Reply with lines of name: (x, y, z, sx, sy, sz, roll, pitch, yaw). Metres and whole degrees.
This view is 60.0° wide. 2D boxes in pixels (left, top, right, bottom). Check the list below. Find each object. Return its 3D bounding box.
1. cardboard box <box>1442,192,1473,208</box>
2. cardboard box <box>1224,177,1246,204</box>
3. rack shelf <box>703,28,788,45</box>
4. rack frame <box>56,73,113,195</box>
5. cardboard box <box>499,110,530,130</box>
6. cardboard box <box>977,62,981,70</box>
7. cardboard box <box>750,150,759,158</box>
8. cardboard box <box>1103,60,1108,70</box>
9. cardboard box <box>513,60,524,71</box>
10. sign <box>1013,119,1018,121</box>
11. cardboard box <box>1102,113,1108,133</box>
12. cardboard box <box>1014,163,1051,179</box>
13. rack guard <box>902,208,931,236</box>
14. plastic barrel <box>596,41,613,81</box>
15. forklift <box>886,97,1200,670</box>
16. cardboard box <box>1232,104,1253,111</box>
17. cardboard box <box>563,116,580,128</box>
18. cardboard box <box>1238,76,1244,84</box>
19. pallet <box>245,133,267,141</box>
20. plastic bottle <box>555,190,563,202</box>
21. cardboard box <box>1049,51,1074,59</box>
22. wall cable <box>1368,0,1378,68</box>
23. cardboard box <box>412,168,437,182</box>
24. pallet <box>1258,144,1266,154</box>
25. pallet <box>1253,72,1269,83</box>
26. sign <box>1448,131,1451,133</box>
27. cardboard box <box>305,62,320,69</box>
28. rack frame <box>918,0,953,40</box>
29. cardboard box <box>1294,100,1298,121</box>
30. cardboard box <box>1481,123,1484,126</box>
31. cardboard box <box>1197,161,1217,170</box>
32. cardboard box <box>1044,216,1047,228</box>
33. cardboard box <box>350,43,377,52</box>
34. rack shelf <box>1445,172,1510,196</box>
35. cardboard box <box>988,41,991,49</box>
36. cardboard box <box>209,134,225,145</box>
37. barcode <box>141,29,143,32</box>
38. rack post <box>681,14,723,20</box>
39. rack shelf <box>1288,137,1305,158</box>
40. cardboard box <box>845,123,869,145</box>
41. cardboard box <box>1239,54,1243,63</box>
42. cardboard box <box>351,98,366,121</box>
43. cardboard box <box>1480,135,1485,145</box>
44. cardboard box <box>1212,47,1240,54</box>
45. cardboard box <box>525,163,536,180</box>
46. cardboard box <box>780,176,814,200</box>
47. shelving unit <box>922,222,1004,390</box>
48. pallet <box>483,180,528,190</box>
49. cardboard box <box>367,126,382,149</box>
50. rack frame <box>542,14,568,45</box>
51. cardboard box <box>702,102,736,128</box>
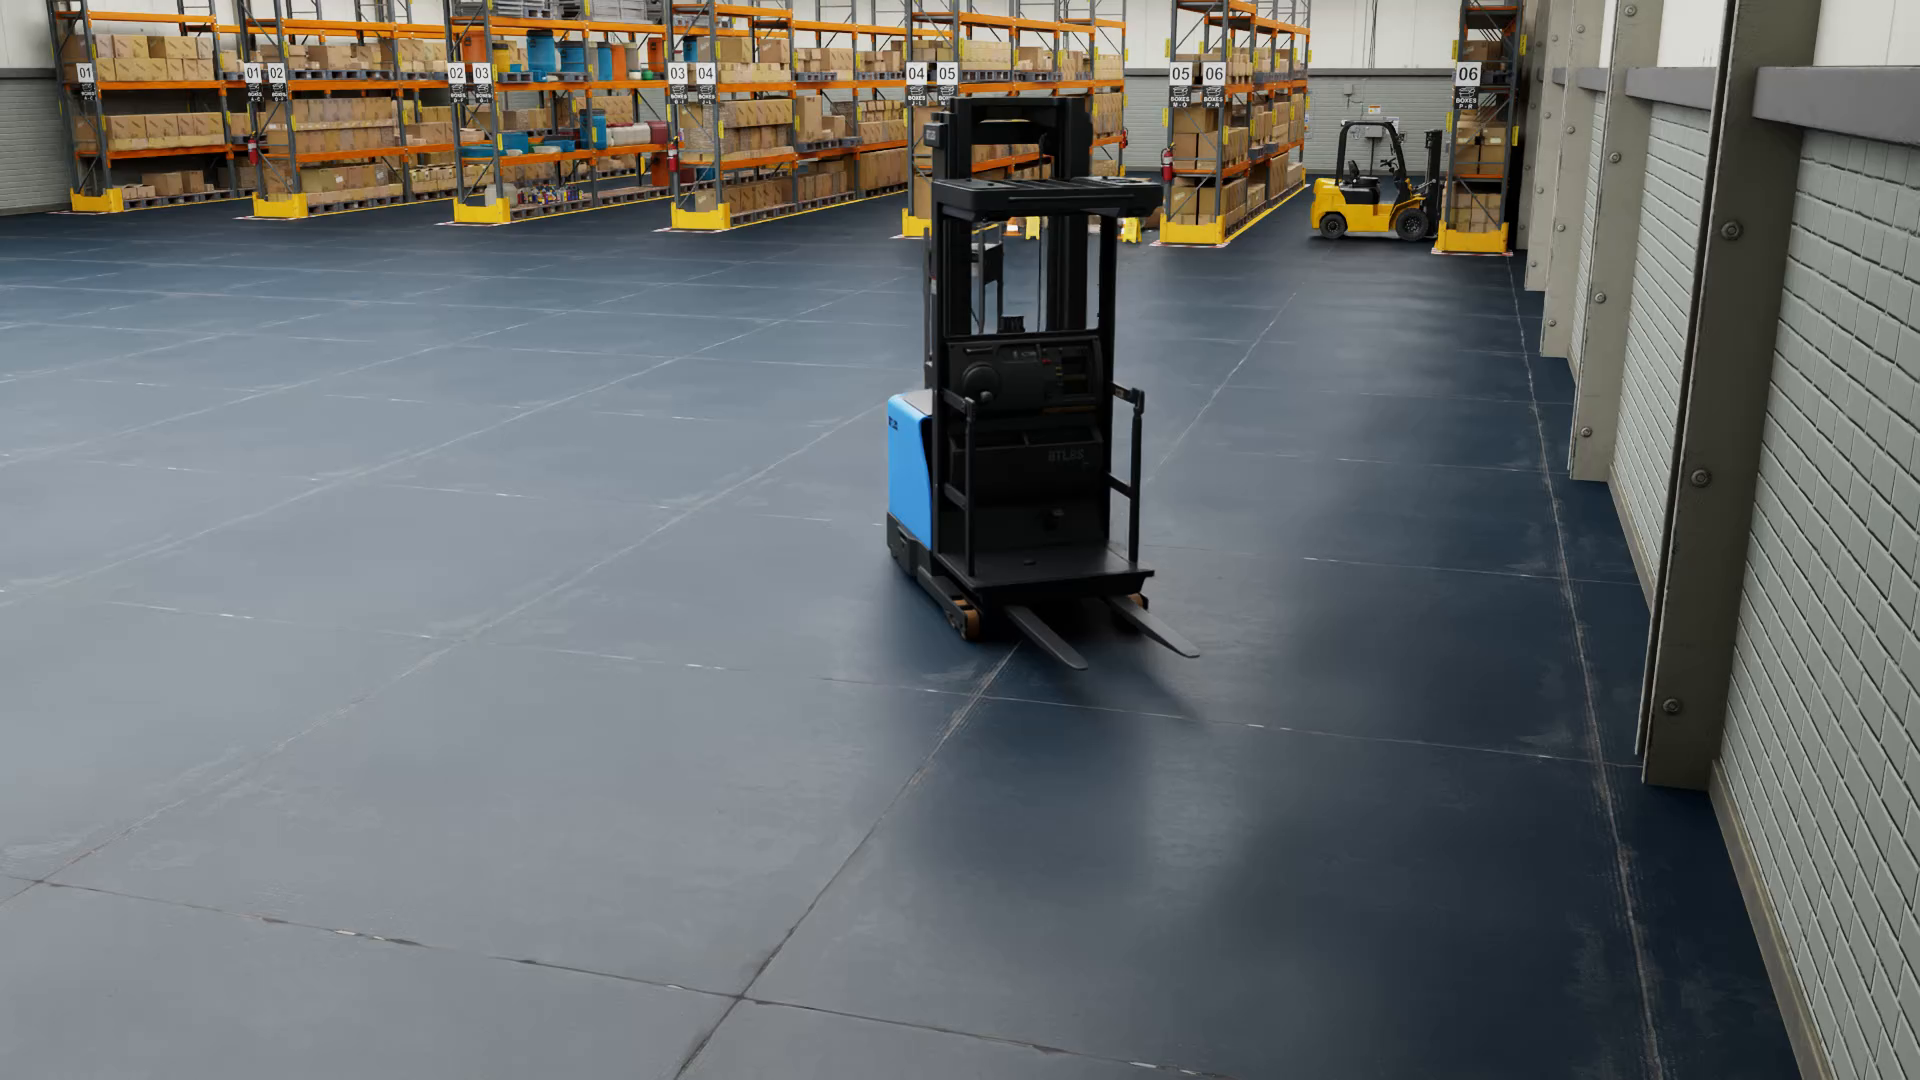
cardboard box: (8.862, -6.060, 29.635, 0.500, 0.250, 0.500, 5, 17, 18)
cardboard box: (5.496, -7.050, 33.583, 0.500, 0.500, 0.500, 4, 16, 15)
rack shelf: (-6.001, -14.102, 46.608, 1.077, 0.370, 4.000, 5, 16, 16)
rack frame: (-19.478, -8.860, 37.069, 1.000, 3.000, 0.127, 5, 16, 16)
cardboard box: (-11.941, -11.218, 44.429, 0.700, 0.500, 0.500, 8, 18, 26)
cardboard box: (0.187, -9.198, 32.271, 0.380, 0.149, 0.250, 5, 16, 16)
cardboard box: (-4.402, -8.028, 34.595, 0.380, 0.149, 0.250, 5, 16, 16)
cardboard box: (3.575, -12.415, 43.465, 0.500, 0.250, 0.500, 5, 17, 17)
cardboard box: (-12.070, -12.447, 44.036, 0.910, 0.500, 0.500, 5, 16, 16)
sign: (1.165, -8.755, 34.967, 0.100, 0.325, 0.005, 5, 16, 16)
cardboard box: (3.600, -10.996, 43.872, 0.500, 0.500, 0.500, 4, 16, 15)
cardboard box: (1.510, -8.357, 38.648, 1.050, 0.750, 0.750, 4, 16, 15)
rack guard: (-0.511, -6.088, 31.876, 1.175, 0.500, 0.348, 5, 16, 16)
plastic barrel: (-8.535, -11.314, 39.307, 0.600, 0.901, 0.708, 5, 16, 16)
forklift: (0.447, -0.975, 9.396, 1.130, 2.935, 3.031, -5, 17, -17)
cardboard box: (6.440, -9.717, 38.074, 0.500, 0.500, 0.500, 4, 16, 14)
cardboard box: (-10.912, -11.777, 47.169, 0.500, 0.500, 0.500, 5, 17, 17)
cardboard box: (5.304, -8.933, 32.291, 0.380, 0.149, 0.250, 5, 17, 17)
pallet: (-17.728, -10.340, 42.637, 1.003, 0.211, 1.213, 5, 16, 16)
plastic bottle: (-8.946, -7.672, 37.065, 0.152, 0.276, 0.135, 5, 17, 17)
cardboard box: (2.341, -11.737, 40.756, 0.797, 0.503, 0.637, 4, 16, 15)
wall cable: (13.544, -15.254, 48.550, 2.988, 3.039, 0.133, 5, 16, 16)
cardboard box: (-13.088, -8.892, 40.422, 0.500, 0.311, 0.500, 4, 16, 15)
pallet: (6.020, -8.419, 35.865, 1.003, 0.211, 1.213, 5, 16, 16)
pallet: (5.685, -9.492, 34.143, 1.213, 0.211, 1.003, 5, 16, 16)
sign: (9.644, -8.160, 32.625, 0.100, 0.325, 0.005, 5, 16, 16)
cardboard box: (-14.225, -10.362, 36.303, 0.380, 0.149, 0.250, 5, 16, 16)
rack frame: (-0.684, -14.780, 46.946, 1.000, 3.000, 0.127, 5, 16, 16)
cardboard box: (8.354, -10.978, 42.522, 0.500, 0.500, 0.500, 5, 17, 17)
cardboard box: (11.405, -8.907, 35.865, 0.380, 0.149, 0.250, 5, 17, 18)
cardboard box: (4.565, -6.891, 30.588, 0.380, 0.149, 0.250, 5, 16, 16)
cardboard box: (1.910, -6.435, 33.530, 0.396, 0.266, 0.258, 8, 18, 25)
cardboard box: (-16.587, -13.697, 46.263, 0.500, 0.250, 0.500, 4, 16, 14)
rack shelf: (9.599, -6.732, 30.886, 1.077, 0.370, 4.000, 5, 16, 16)
cardboard box: (0.403, -9.781, 32.866, 0.380, 0.149, 0.250, 5, 17, 17)
cardboard box: (-18.186, -9.696, 40.256, 0.500, 0.250, 0.500, 5, 16, 16)
barcode: (-19.149, -11.933, 38.925, 0.001, 0.075, 0.075, 5, 16, 16)
rack post: (-6.839, -13.863, 43.852, 0.937, 0.300, 0.954, 4, 16, 15)
rack shelf: (8.249, -10.256, 43.308, 1.077, 0.370, 4.000, 5, 16, 16)
cardboard box: (-2.559, -9.955, 40.745, 0.500, 0.500, 0.500, 5, 17, 18)
cardboard box: (5.177, -9.178, 31.694, 0.380, 0.149, 0.250, 5, 17, 17)
cardboard box: (-13.997, -9.816, 37.878, 0.700, 0.500, 0.500, 5, 16, 16)
cardboard box: (9.385, -7.053, 29.328, 0.380, 0.149, 0.250, 5, 16, 16)
cardboard box: (5.450, -9.961, 34.041, 0.500, 0.250, 0.500, 5, 17, 17)
cardboard box: (-11.760, -9.944, 44.665, 0.500, 0.500, 0.500, 4, 16, 15)
cardboard box: (-3.746, -8.045, 37.972, 0.700, 0.500, 0.500, 5, 16, 16)
shelving unit: (0.024, -1.070, 11.253, 0.431, 2.100, 0.503, 4, 16, 15)
pallet: (-12.206, -9.421, 44.156, 1.003, 0.211, 1.213, 5, 16, 16)
cardboard box: (-13.855, -9.316, 38.495, 0.700, 0.500, 0.500, 4, 16, 15)
rack frame: (-11.318, -14.502, 45.968, 1.000, 3.000, 0.127, 5, 16, 16)
cardboard box: (-4.814, -8.503, 33.248, 0.500, 0.500, 0.500, 5, 16, 16)
